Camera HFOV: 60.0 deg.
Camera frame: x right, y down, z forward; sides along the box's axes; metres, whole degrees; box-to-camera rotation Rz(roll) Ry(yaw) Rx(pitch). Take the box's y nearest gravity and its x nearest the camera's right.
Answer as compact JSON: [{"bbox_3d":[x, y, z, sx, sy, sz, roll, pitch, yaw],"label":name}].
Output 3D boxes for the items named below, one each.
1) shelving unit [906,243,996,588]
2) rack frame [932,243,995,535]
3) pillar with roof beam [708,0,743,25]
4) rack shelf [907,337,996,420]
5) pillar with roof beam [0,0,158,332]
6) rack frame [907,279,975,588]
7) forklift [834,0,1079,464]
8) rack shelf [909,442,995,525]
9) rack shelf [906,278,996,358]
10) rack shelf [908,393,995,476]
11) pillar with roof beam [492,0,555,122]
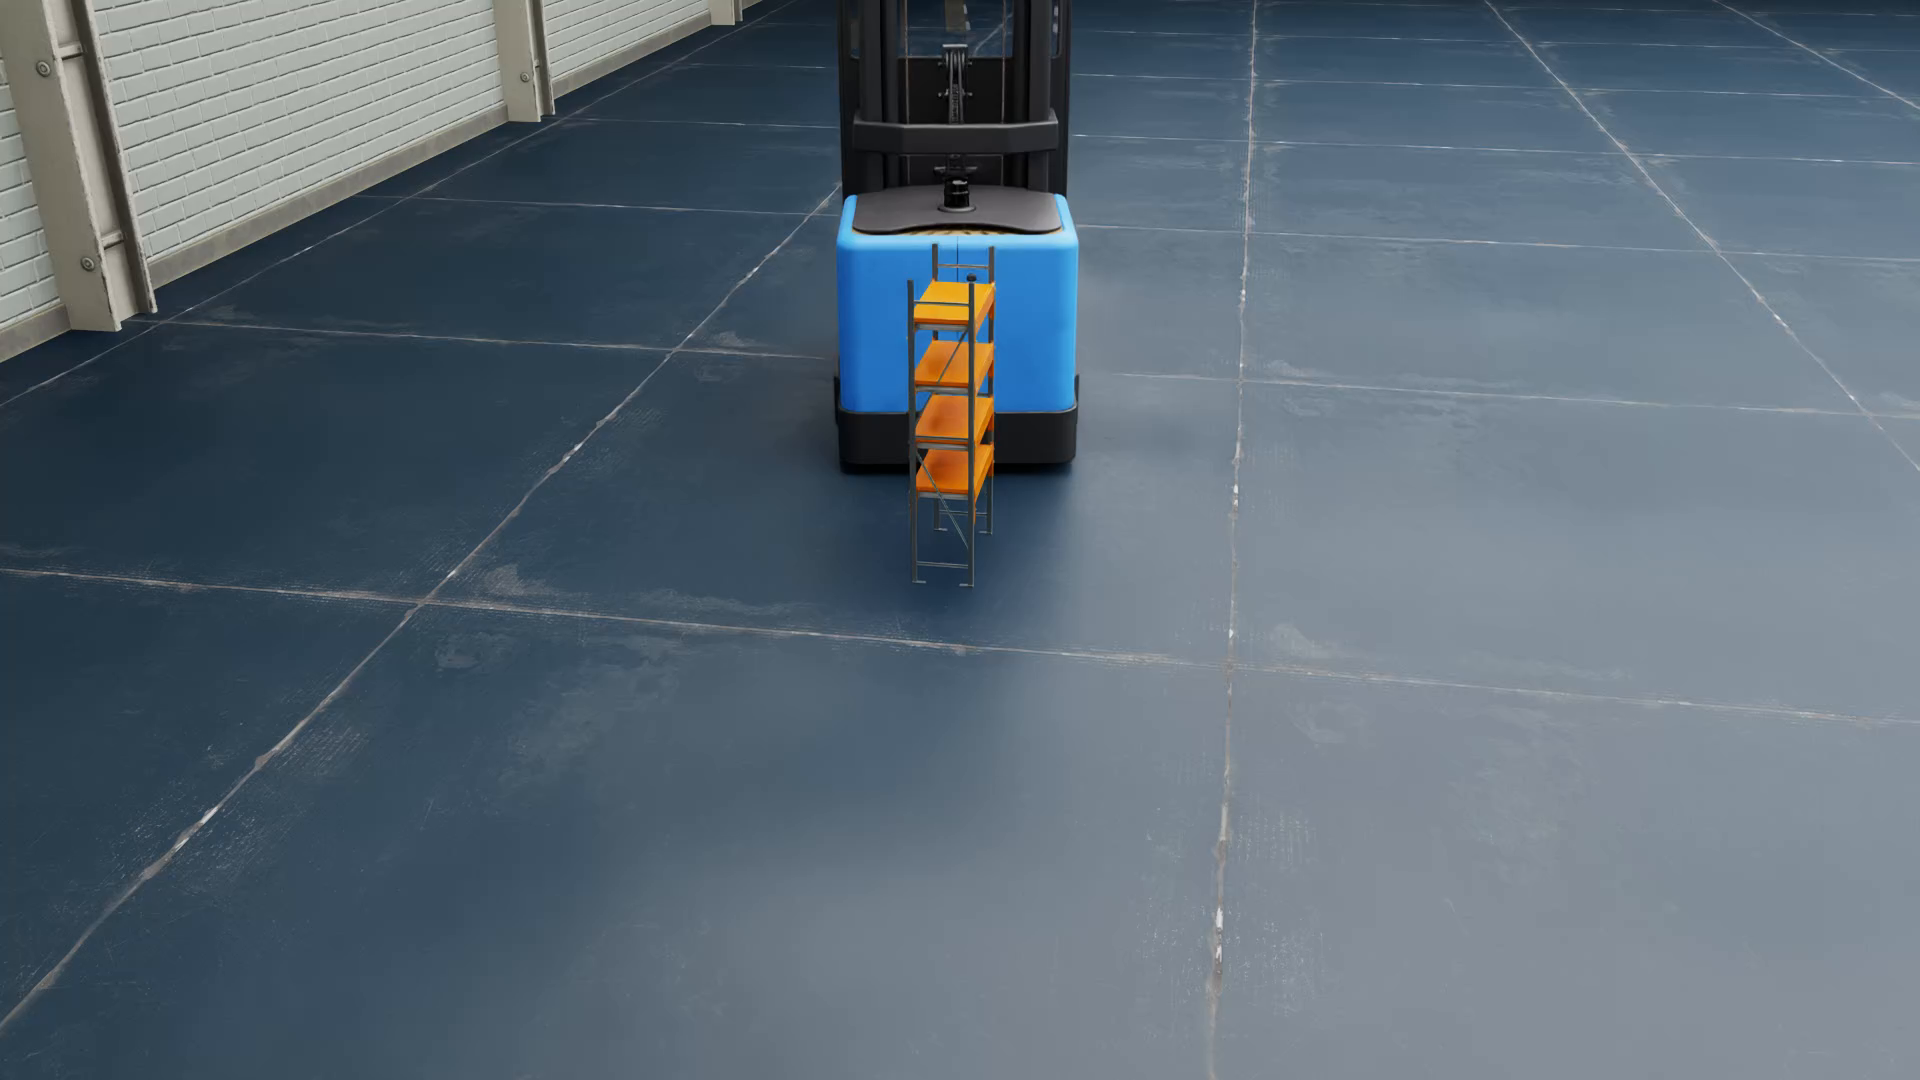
[{"bbox_3d":[-0.027,-0.474,6.348,0.258,1.200,0.503,4,25,9],"label":"shelving unit"},{"bbox_3d":[0.013,-0.576,6.566,0.240,1.200,0.015,4,25,9],"label":"rack frame"},{"bbox_3d":[1.410,-10.045,17.594,9.100,9.000,0.400,4,25,9],"label":"pillar with roof beam"},{"bbox_3d":[-0.027,-0.616,6.281,0.258,0.148,0.480,4,25,9],"label":"rack shelf"},{"bbox_3d":[-0.551,-5.026,6.872,9.100,9.000,0.400,4,25,9],"label":"pillar with roof beam"},{"bbox_3d":[-0.067,-0.372,6.130,0.240,1.200,0.015,4,25,9],"label":"rack frame"},{"bbox_3d":[-0.030,-2.238,8.073,1.130,2.935,3.031,0,25,-1],"label":"forklift"},{"bbox_3d":[-0.027,-0.233,6.460,0.258,0.148,0.480,4,25,9],"label":"rack shelf"},{"bbox_3d":[-0.027,-0.830,6.181,0.258,0.148,0.480,4,25,9],"label":"rack shelf"},{"bbox_3d":[-0.027,-0.413,6.376,0.258,0.148,0.480,4,25,9],"label":"rack shelf"},{"bbox_3d":[0.430,-7.535,12.233,9.100,9.000,0.400,4,25,9],"label":"pillar with roof beam"}]
